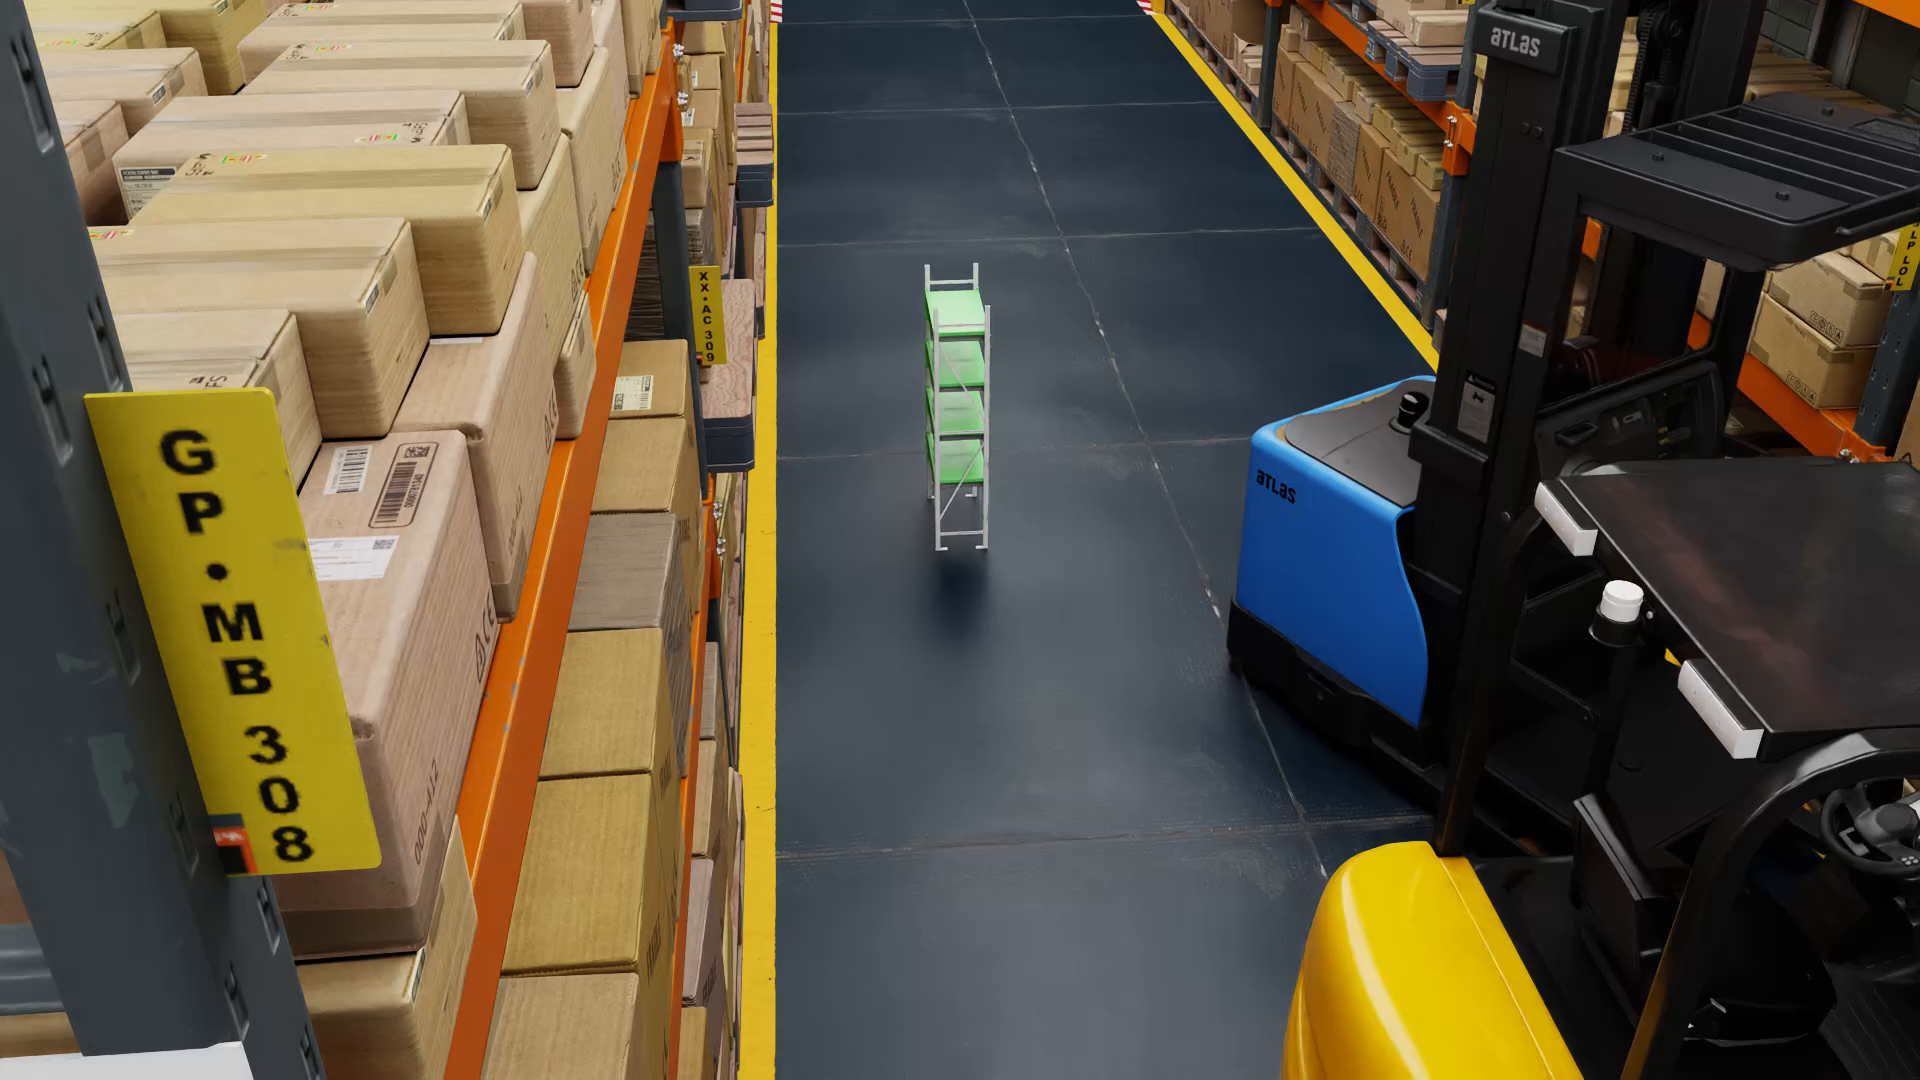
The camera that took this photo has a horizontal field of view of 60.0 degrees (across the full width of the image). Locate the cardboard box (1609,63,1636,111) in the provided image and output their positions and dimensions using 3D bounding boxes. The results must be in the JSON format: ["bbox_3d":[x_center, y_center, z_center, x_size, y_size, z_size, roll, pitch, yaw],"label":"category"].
[{"bbox_3d":[3.114,-2.058,7.539,0.380,0.149,0.250,-2,31,-4],"label":"cardboard box"}]

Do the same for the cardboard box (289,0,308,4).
[{"bbox_3d":[-1.476,-1.109,3.224,0.380,0.149,0.250,-4,31,-6],"label":"cardboard box"}]

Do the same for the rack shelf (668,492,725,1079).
[{"bbox_3d":[-1.134,1.040,3.784,1.077,0.370,4.000,-3,31,-5],"label":"rack shelf"}]

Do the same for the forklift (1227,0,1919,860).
[{"bbox_3d":[2.328,-0.264,5.334,1.130,2.935,3.031,-19,36,-28],"label":"forklift"}]

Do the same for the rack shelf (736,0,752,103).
[{"bbox_3d":[-1.882,-3.044,10.623,1.077,0.370,4.000,-3,31,-5],"label":"rack shelf"}]

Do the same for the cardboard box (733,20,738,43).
[{"bbox_3d":[-1.543,-3.016,9.534,0.500,0.250,0.500,-2,31,-3],"label":"cardboard box"}]

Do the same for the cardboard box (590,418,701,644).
[{"bbox_3d":[-0.977,0.017,4.408,0.500,0.500,0.500,-2,31,-3],"label":"cardboard box"}]

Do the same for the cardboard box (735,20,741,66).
[{"bbox_3d":[-1.599,-3.059,10.092,0.500,0.250,0.500,-2,31,-3],"label":"cardboard box"}]

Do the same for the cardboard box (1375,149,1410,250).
[{"bbox_3d":[2.957,-2.140,10.436,0.500,0.500,0.500,-3,31,-5],"label":"cardboard box"}]

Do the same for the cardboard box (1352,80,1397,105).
[{"bbox_3d":[2.880,-3.003,11.248,0.380,0.149,0.250,-3,31,-4],"label":"cardboard box"}]

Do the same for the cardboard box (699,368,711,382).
[{"bbox_3d":[-1.058,-0.659,5.764,0.380,0.149,0.250,-2,31,-4],"label":"cardboard box"}]

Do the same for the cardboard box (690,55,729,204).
[{"bbox_3d":[-1.218,-1.664,6.814,0.500,0.500,0.500,-4,31,-7],"label":"cardboard box"}]

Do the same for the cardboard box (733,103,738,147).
[{"bbox_3d":[-1.265,-1.988,7.989,0.380,0.149,0.250,-3,31,-5],"label":"cardboard box"}]

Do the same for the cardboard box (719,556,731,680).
[{"bbox_3d":[-1.372,0.391,6.324,0.950,0.372,0.625,-2,31,-4],"label":"cardboard box"}]

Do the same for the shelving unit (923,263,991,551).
[{"bbox_3d":[-0.015,-0.600,7.584,0.258,1.200,0.503,-3,31,-5],"label":"shelving unit"}]

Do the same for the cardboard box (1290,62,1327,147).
[{"bbox_3d":[2.754,-3.192,12.196,0.500,0.500,0.500,-3,31,-5],"label":"cardboard box"}]

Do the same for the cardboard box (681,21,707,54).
[{"bbox_3d":[-1.261,-2.139,6.977,0.380,0.149,0.250,-4,31,-7],"label":"cardboard box"}]

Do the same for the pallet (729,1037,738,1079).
[{"bbox_3d":[-1.106,1.873,4.408,1.003,0.211,1.213,-3,31,-5],"label":"pallet"}]

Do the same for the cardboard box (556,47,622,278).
[{"bbox_3d":[-0.868,-0.650,2.845,0.500,0.250,0.500,-2,31,-4],"label":"cardboard box"}]

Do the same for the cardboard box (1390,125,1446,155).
[{"bbox_3d":[2.912,-2.471,10.358,0.380,0.149,0.250,-4,31,-6],"label":"cardboard box"}]

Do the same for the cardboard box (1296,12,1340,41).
[{"bbox_3d":[2.714,-3.801,12.293,0.380,0.149,0.250,-4,31,-7],"label":"cardboard box"}]

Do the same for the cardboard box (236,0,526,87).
[{"bbox_3d":[-0.888,-0.739,2.605,0.380,0.149,0.250,-2,31,-4],"label":"cardboard box"}]

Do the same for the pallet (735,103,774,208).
[{"bbox_3d":[-1.522,-1.891,8.177,1.213,0.211,1.003,-3,31,-5],"label":"pallet"}]

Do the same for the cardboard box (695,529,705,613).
[{"bbox_3d":[-0.957,0.095,4.911,0.380,0.149,0.250,-2,31,-3],"label":"cardboard box"}]

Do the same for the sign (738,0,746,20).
[{"bbox_3d":[-1.155,-2.826,8.504,0.100,0.325,0.005,-3,31,-5],"label":"sign"}]

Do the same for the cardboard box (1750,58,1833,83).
[{"bbox_3d":[3.724,-2.091,7.595,0.380,0.149,0.250,-3,31,-5],"label":"cardboard box"}]

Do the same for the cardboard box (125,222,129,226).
[{"bbox_3d":[-1.362,-0.368,2.372,0.500,0.250,0.500,-2,31,-3],"label":"cardboard box"}]

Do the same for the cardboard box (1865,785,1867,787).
[{"bbox_3d":[3.336,0.734,5.868,0.500,0.250,0.500,-2,31,-4],"label":"cardboard box"}]

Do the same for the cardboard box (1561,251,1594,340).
[{"bbox_3d":[3.360,-1.080,8.539,0.875,0.625,0.625,-2,31,-3],"label":"cardboard box"}]

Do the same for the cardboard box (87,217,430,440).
[{"bbox_3d":[-0.779,-0.219,1.734,0.380,0.149,0.250,-3,31,-5],"label":"cardboard box"}]

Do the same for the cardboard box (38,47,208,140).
[{"bbox_3d":[-1.287,-0.583,2.343,0.380,0.149,0.250,-4,31,-6],"label":"cardboard box"}]

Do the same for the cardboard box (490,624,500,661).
[{"bbox_3d":[-0.759,0.121,1.942,0.380,0.149,0.250,-2,31,-3],"label":"cardboard box"}]

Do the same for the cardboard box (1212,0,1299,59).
[{"bbox_3d":[2.600,-4.478,14.350,0.700,0.500,0.500,-4,31,-6],"label":"cardboard box"}]

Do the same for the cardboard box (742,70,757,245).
[{"bbox_3d":[-1.756,-2.412,10.525,0.875,0.875,0.875,-2,31,-4],"label":"cardboard box"}]

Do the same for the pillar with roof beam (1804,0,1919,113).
[{"bbox_3d":[-0.020,-4.318,6.204,9.100,9.000,0.400,-3,31,-5],"label":"pillar with roof beam"}]

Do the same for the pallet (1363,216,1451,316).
[{"bbox_3d":[3.215,-1.757,10.486,1.003,0.211,1.213,-3,31,-5],"label":"pallet"}]

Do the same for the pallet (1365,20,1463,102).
[{"bbox_3d":[3.114,-2.832,9.753,1.213,0.211,1.003,-3,31,-5],"label":"pallet"}]

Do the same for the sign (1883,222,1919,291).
[{"bbox_3d":[3.081,-0.961,5.382,0.100,0.325,0.005,-3,31,-5],"label":"sign"}]

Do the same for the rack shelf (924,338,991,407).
[{"bbox_3d":[-0.016,-0.751,7.494,0.258,0.148,0.480,-3,31,-5],"label":"rack shelf"}]

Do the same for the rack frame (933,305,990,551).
[{"bbox_3d":[0.007,-0.475,7.375,0.240,1.200,0.015,-3,31,-5],"label":"rack frame"}]

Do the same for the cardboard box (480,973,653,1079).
[{"bbox_3d":[-0.767,1.063,2.658,0.500,0.500,0.500,-2,31,-3],"label":"cardboard box"}]

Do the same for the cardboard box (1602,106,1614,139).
[{"bbox_3d":[3.122,-1.960,7.764,0.500,0.250,0.500,-4,31,-6],"label":"cardboard box"}]

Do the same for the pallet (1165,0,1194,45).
[{"bbox_3d":[2.582,-5.013,15.937,1.003,0.211,1.213,-3,31,-5],"label":"pallet"}]

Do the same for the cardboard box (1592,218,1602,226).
[{"bbox_3d":[3.189,-1.484,7.456,0.500,0.250,0.500,-2,31,-3],"label":"cardboard box"}]

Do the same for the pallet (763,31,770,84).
[{"bbox_3d":[-2.179,-4.193,14.564,1.003,0.211,1.213,-3,31,-5],"label":"pallet"}]

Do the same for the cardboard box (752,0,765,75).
[{"bbox_3d":[-2.104,-4.237,14.007,0.875,0.438,0.875,-4,31,-6],"label":"cardboard box"}]

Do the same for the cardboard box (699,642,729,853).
[{"bbox_3d":[-0.999,0.678,5.230,0.500,0.500,0.500,-3,31,-5],"label":"cardboard box"}]

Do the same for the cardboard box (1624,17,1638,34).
[{"bbox_3d":[3.614,-2.608,8.461,0.380,0.149,0.250,-2,31,-3],"label":"cardboard box"}]

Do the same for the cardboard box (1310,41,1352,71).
[{"bbox_3d":[2.780,-3.535,12.139,0.380,0.149,0.250,-4,31,-7],"label":"cardboard box"}]

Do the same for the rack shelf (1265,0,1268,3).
[{"bbox_3d":[2.686,-5.326,14.443,1.077,0.370,4.000,-3,31,-5],"label":"rack shelf"}]
